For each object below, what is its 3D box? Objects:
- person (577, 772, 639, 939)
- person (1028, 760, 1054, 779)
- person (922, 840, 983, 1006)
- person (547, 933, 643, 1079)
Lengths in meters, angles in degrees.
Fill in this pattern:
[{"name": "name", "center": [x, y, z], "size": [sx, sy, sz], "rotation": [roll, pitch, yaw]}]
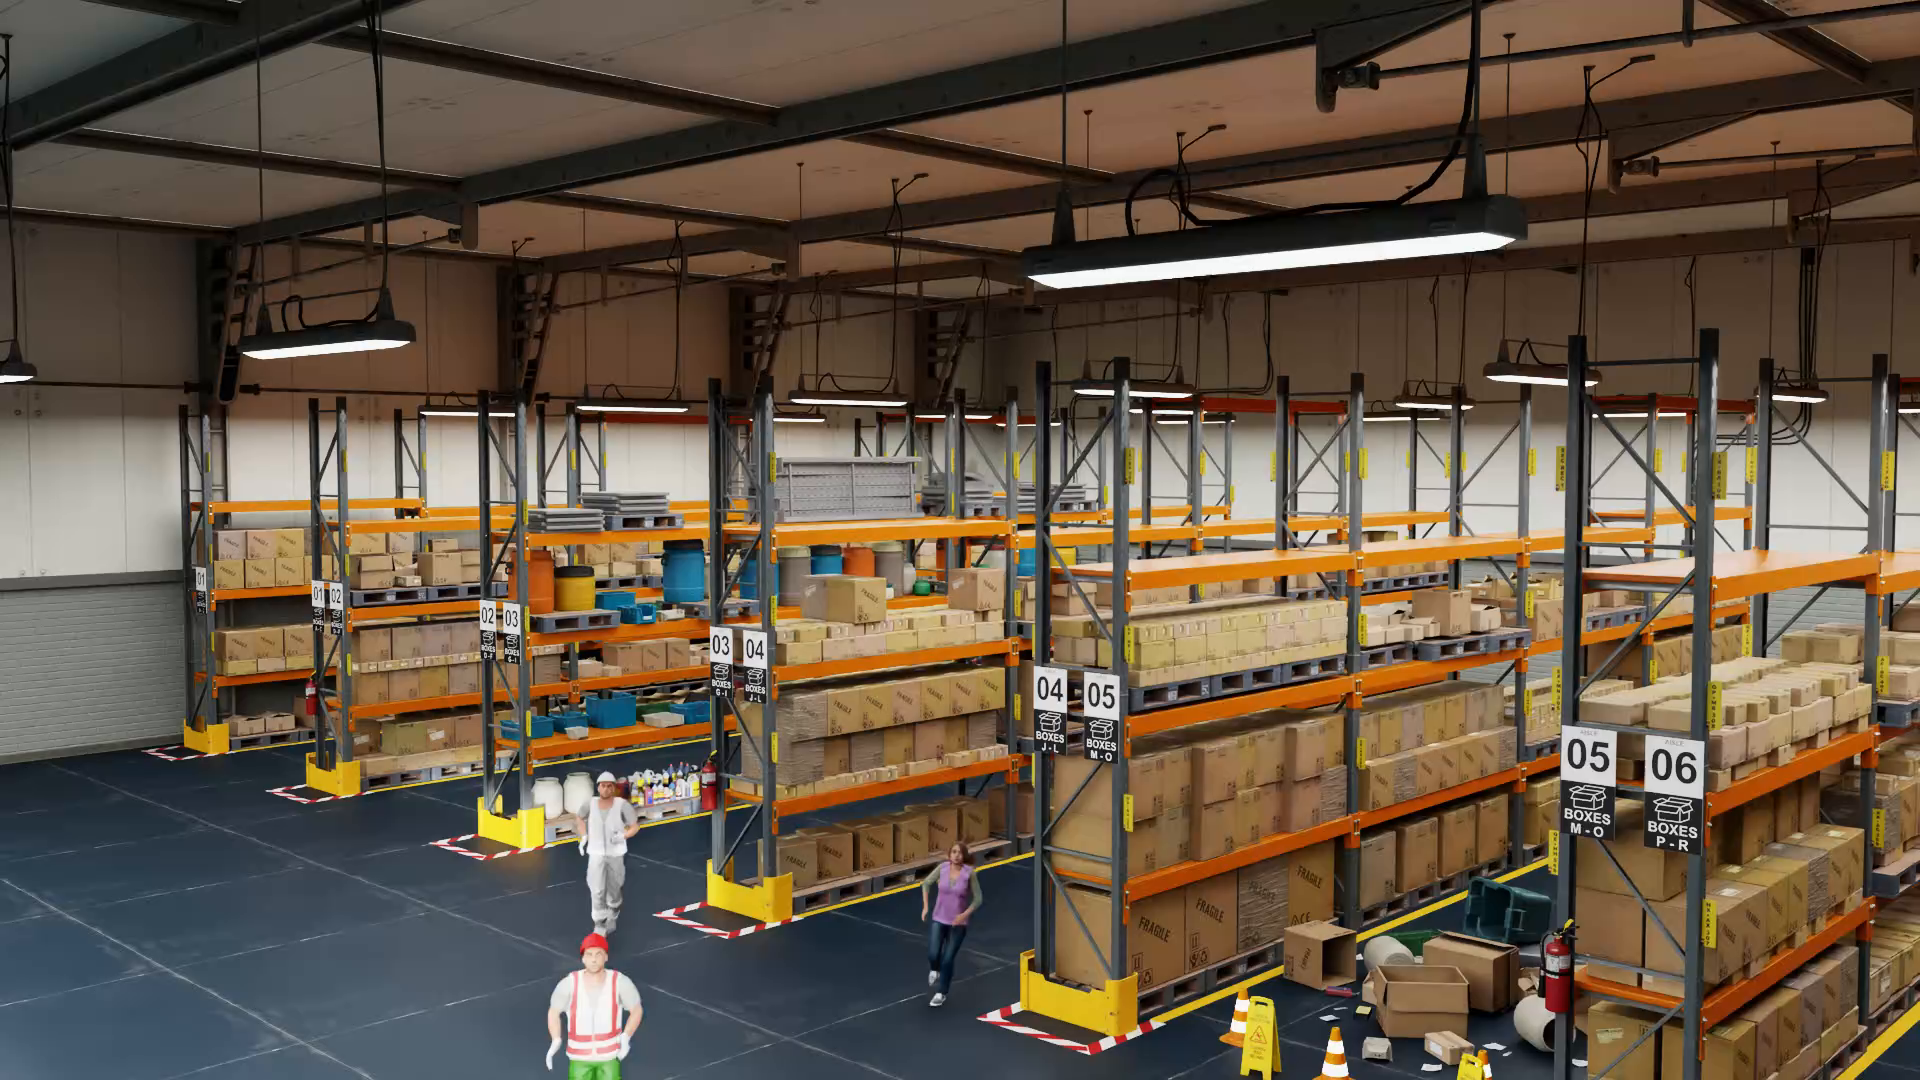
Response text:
[{"name": "person", "center": [-3.704, 3.314, 17.449], "size": [0.657, 1.777, 0.907], "rotation": [0, 3, -8]}, {"name": "person", "center": [1.221, 3.042, 24.704], "size": [0.534, 1.590, 0.876], "rotation": [2, 4, 39]}, {"name": "person", "center": [-0.082, 3.584, 15.578], "size": [0.595, 1.539, 0.495], "rotation": [0, 3, 7]}, {"name": "person", "center": [-2.601, 3.668, 11.887], "size": [0.670, 1.737, 0.606], "rotation": [-1, 3, -11]}]
